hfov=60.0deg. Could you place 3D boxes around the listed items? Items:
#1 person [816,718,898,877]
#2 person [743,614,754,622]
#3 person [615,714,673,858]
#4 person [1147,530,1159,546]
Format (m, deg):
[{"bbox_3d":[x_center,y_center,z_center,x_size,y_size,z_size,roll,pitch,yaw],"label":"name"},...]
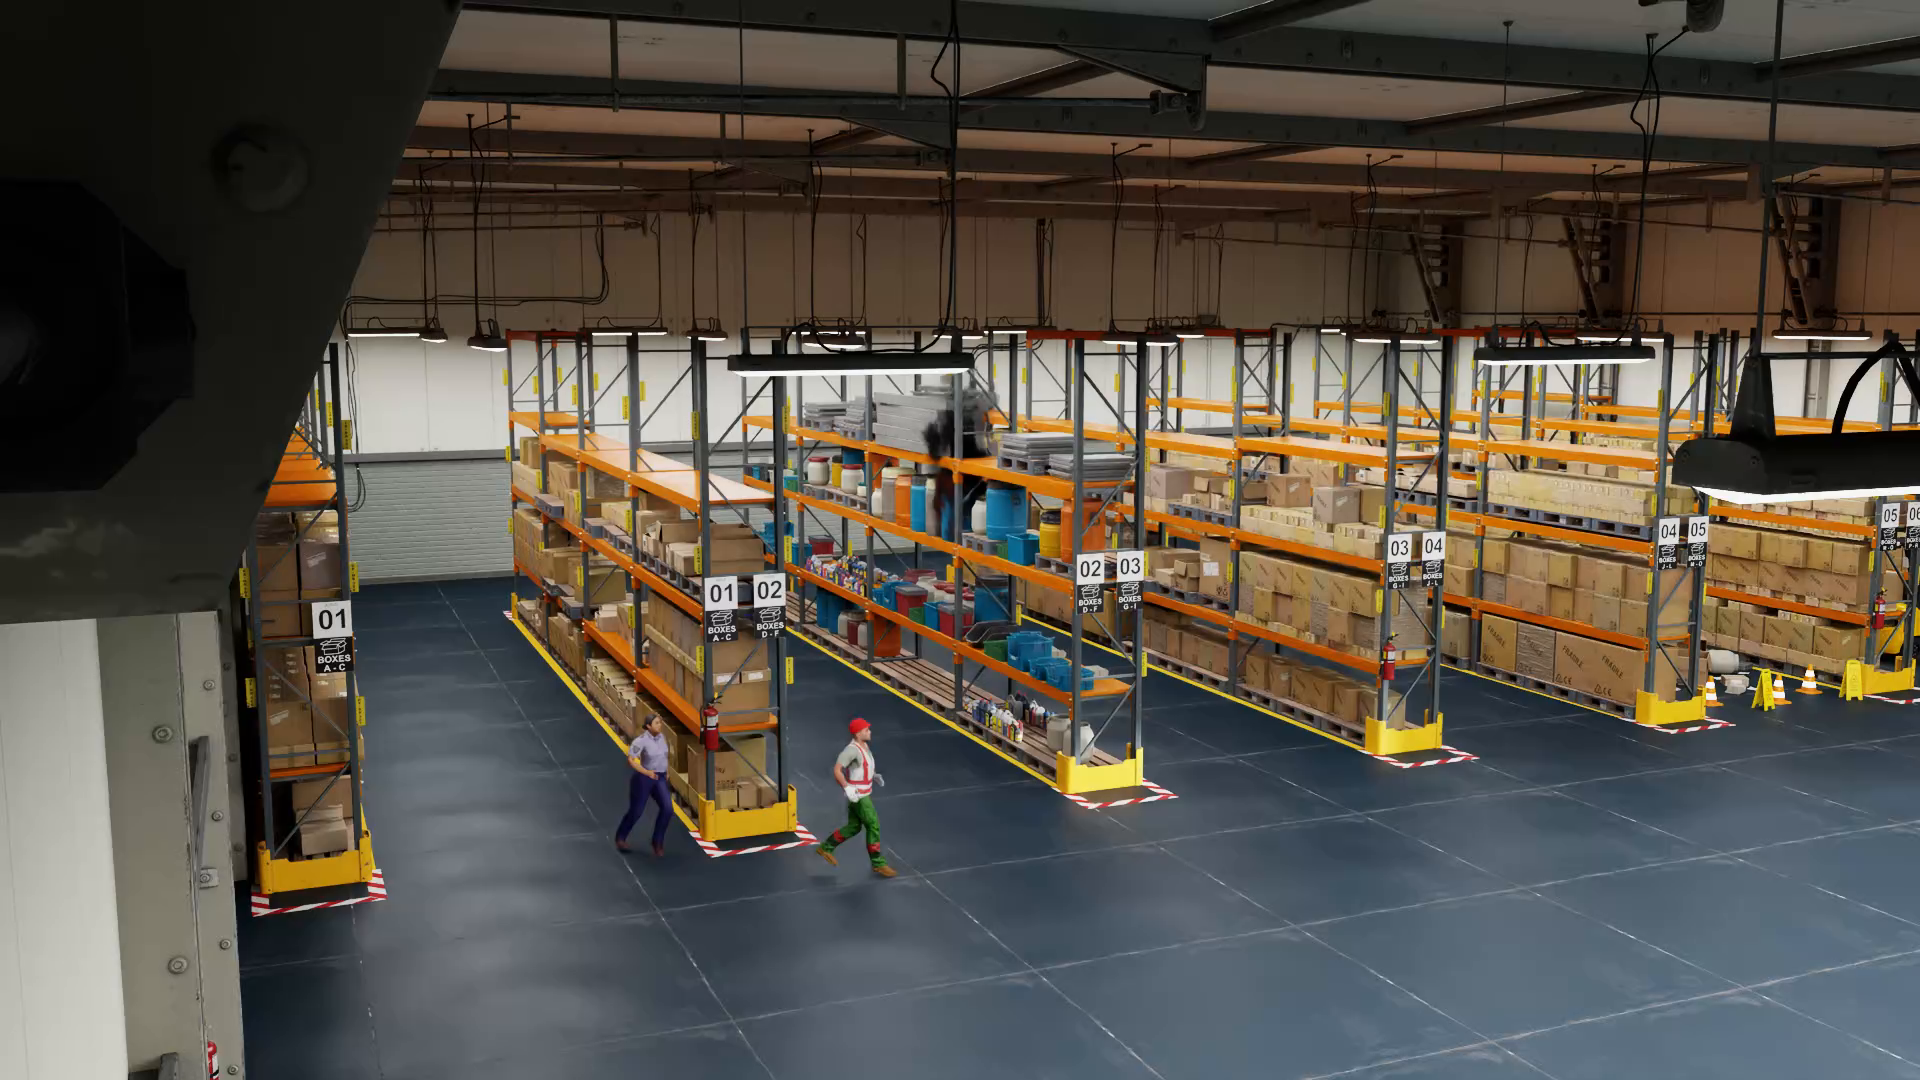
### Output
[{"bbox_3d":[-1.169,2.895,18.839,0.951,1.790,0.680,1,8,5],"label":"person"},{"bbox_3d":[-3.765,1.469,29.599,0.574,1.645,0.917,-5,9,-31],"label":"person"},{"bbox_3d":[-3.678,2.882,19.662,0.696,1.675,0.690,7,10,40],"label":"person"},{"bbox_3d":[4.807,-0.195,42.008,0.564,1.637,0.747,3,8,22],"label":"person"}]
